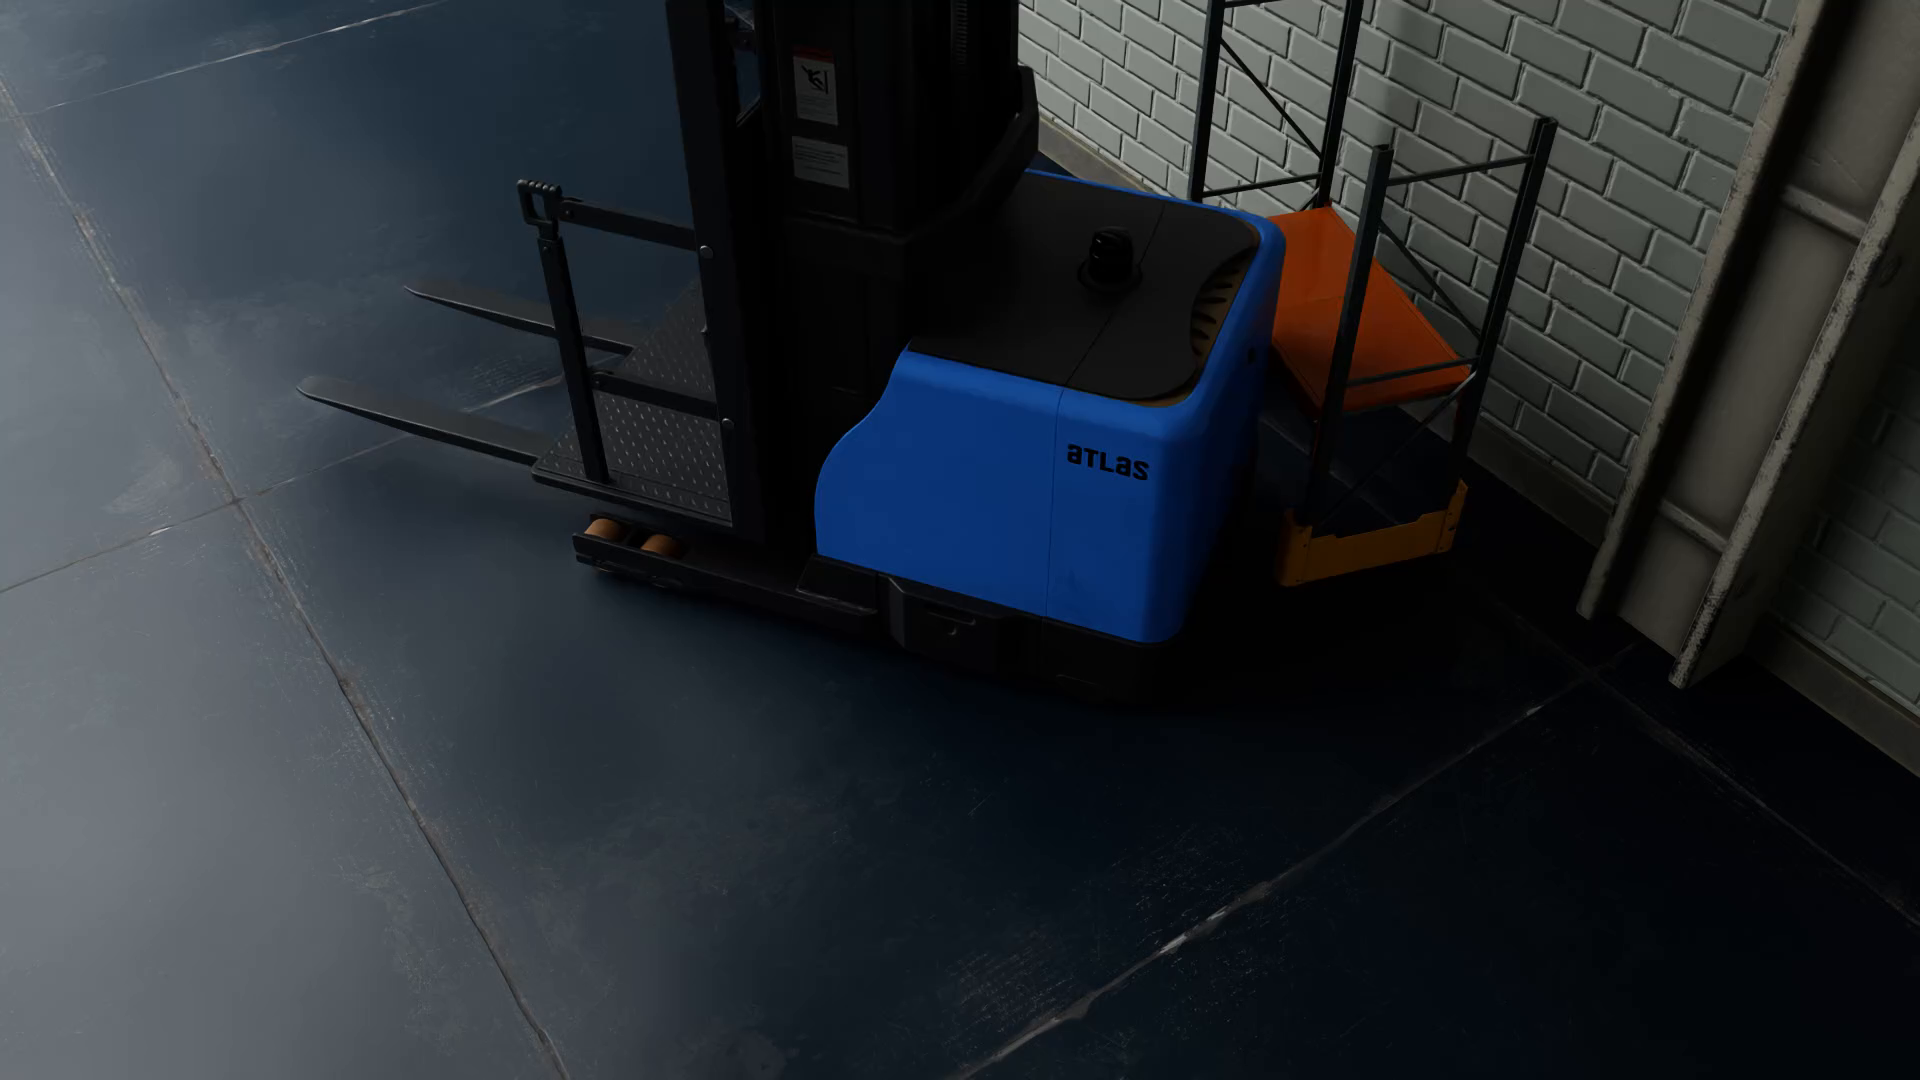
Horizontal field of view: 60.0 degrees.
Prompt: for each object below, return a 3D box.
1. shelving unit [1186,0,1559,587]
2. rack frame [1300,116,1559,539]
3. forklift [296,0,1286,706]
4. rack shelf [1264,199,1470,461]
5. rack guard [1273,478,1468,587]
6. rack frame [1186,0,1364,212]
[{"bbox_3d":[1.112,-0.810,5.012,0.587,1.500,1.083,-12,45,-12],"label":"shelving unit"},{"bbox_3d":[1.261,-0.468,4.654,0.500,1.500,0.032,-12,45,-12],"label":"rack frame"},{"bbox_3d":[-0.647,-1.236,4.423,3.031,2.935,1.130,15,46,15],"label":"forklift"},{"bbox_3d":[1.115,-0.674,5.130,0.538,0.185,1.000,-12,45,-12],"label":"rack shelf"},{"bbox_3d":[1.256,-0.029,5.099,0.587,0.250,0.087,-12,45,-12],"label":"rack guard"},{"bbox_3d":[0.968,-1.140,5.358,0.500,1.500,0.032,-12,45,-12],"label":"rack frame"}]
